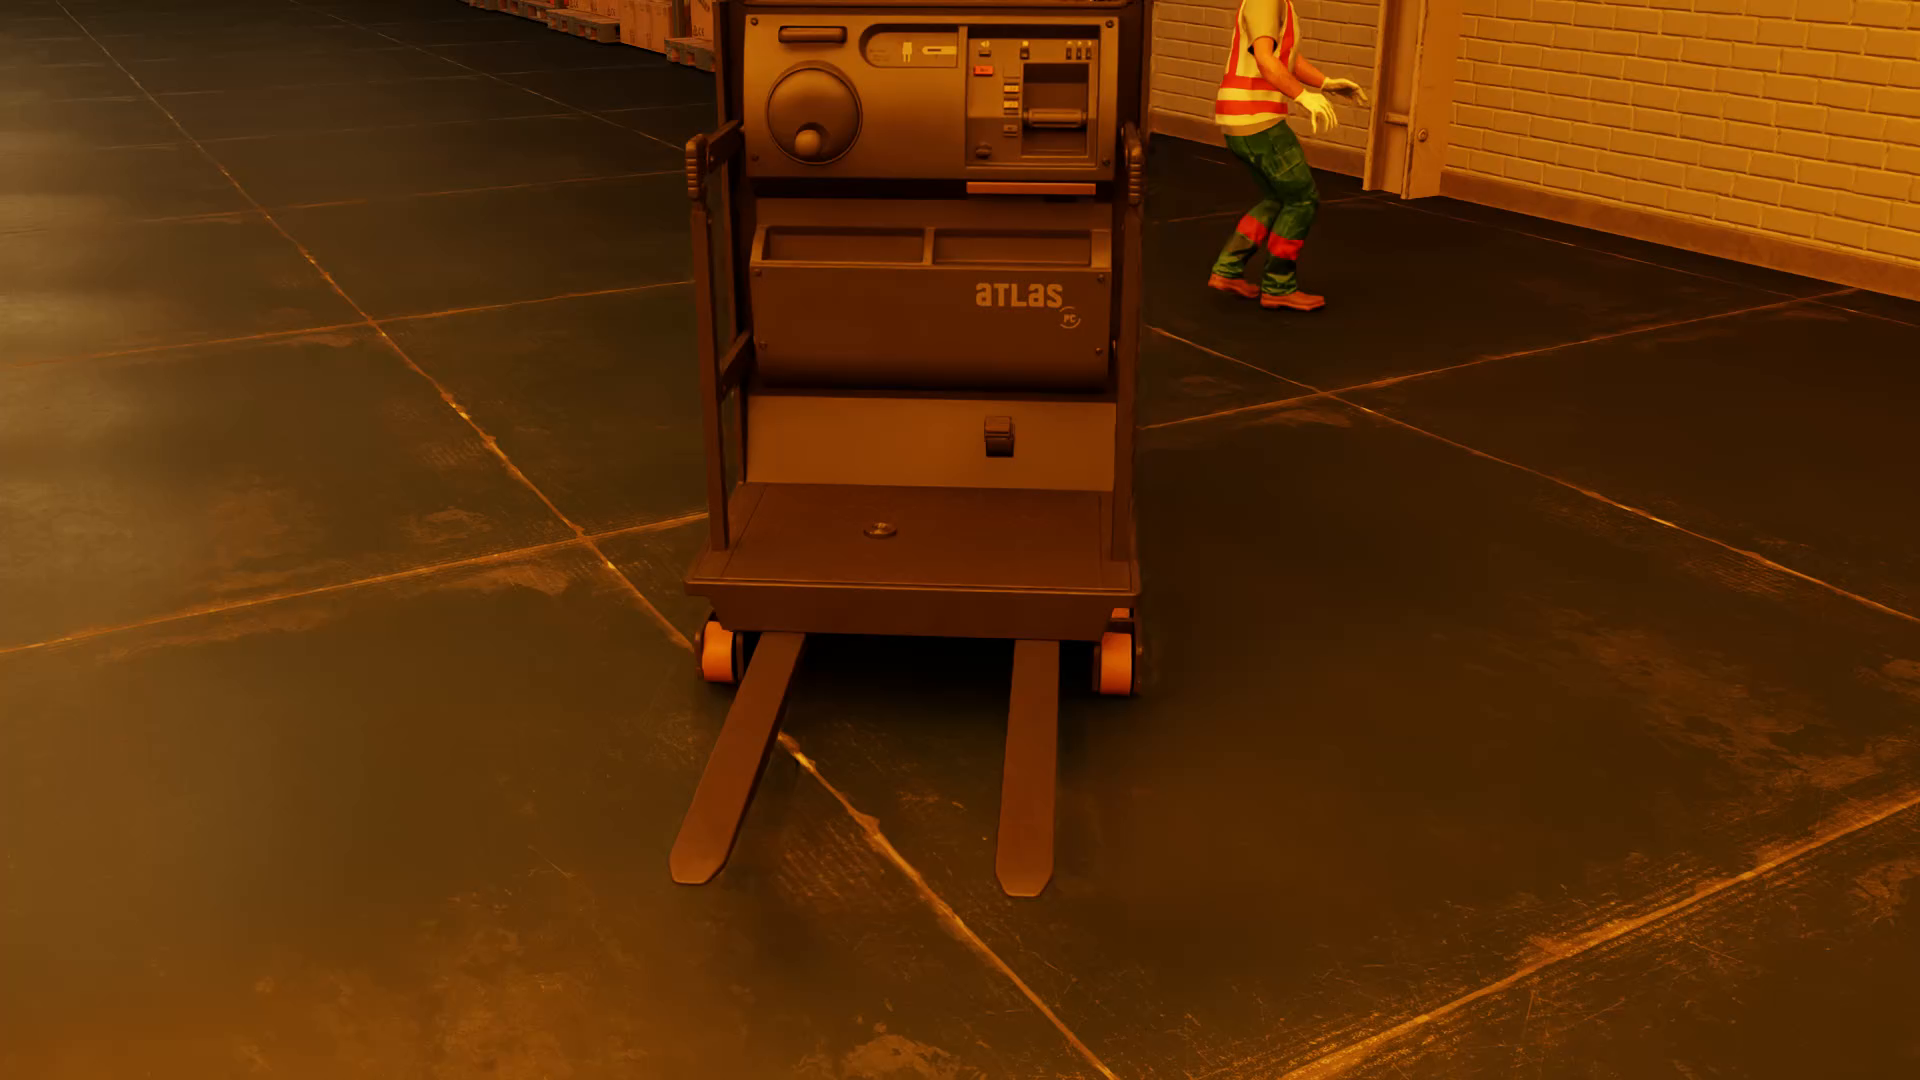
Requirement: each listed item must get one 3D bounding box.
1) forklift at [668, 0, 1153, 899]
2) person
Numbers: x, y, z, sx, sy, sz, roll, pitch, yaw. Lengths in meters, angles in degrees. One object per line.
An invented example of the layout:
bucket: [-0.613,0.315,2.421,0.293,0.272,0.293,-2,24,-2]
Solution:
forklift: [-0.086,-1.091,3.933,1.130,2.935,3.031,1,22,4]
person: [1.514,-1.869,7.481,0.726,1.675,0.821,0,22,1]
